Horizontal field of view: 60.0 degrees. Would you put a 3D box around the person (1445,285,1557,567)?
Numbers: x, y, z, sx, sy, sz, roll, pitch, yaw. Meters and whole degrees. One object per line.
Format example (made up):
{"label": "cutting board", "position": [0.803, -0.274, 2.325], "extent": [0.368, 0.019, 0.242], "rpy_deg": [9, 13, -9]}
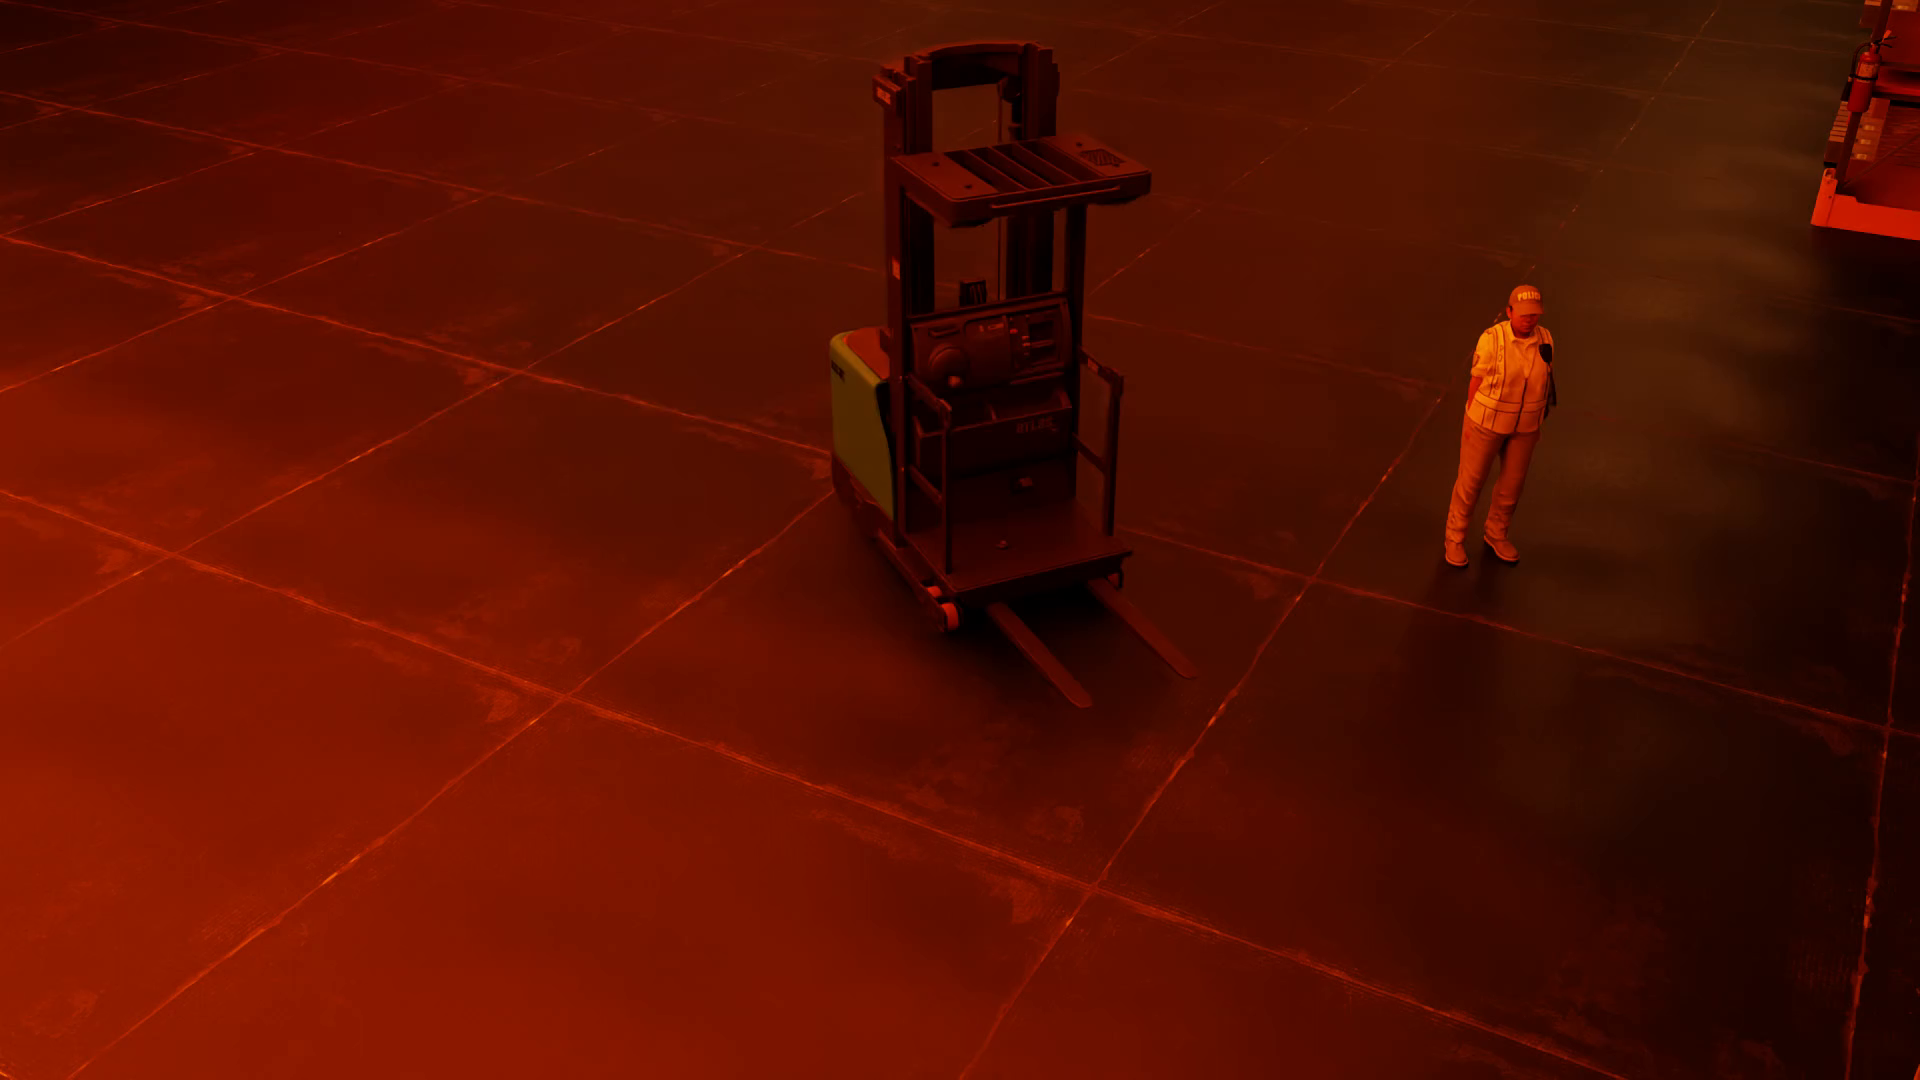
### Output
{"label": "person", "position": [3.092, -0.656, 9.481], "extent": [0.487, 1.668, 0.395], "rpy_deg": [-4, 30, -6]}

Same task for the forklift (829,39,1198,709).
{"label": "forklift", "position": [0.268, -1.009, 8.819], "extent": [1.130, 2.935, 3.031], "rpy_deg": [-13, 32, -21]}
